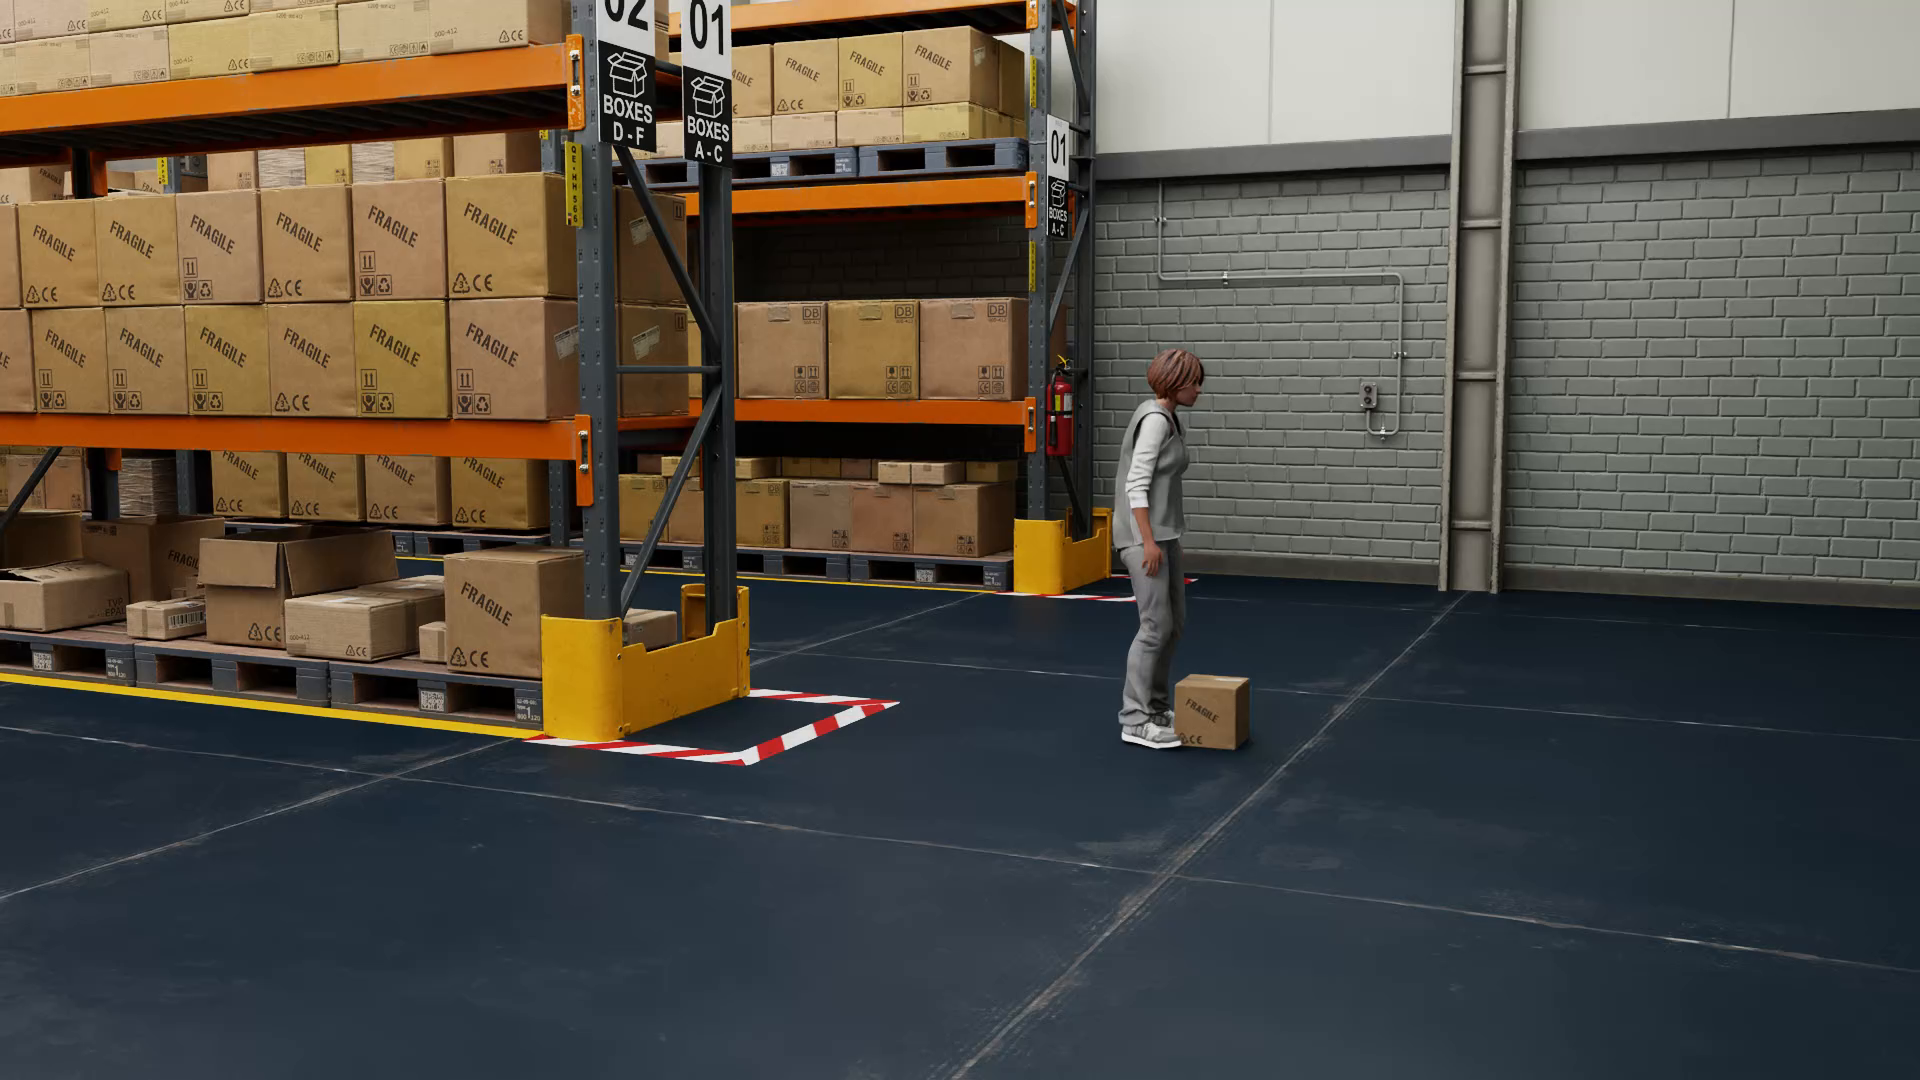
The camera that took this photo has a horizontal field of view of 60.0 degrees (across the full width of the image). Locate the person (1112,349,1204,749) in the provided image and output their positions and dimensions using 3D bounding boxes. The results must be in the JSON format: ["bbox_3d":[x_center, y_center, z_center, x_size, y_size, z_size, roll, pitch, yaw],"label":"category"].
[{"bbox_3d":[0.804,0.022,6.777,0.348,1.590,0.469,2,6,21],"label":"person"}]
